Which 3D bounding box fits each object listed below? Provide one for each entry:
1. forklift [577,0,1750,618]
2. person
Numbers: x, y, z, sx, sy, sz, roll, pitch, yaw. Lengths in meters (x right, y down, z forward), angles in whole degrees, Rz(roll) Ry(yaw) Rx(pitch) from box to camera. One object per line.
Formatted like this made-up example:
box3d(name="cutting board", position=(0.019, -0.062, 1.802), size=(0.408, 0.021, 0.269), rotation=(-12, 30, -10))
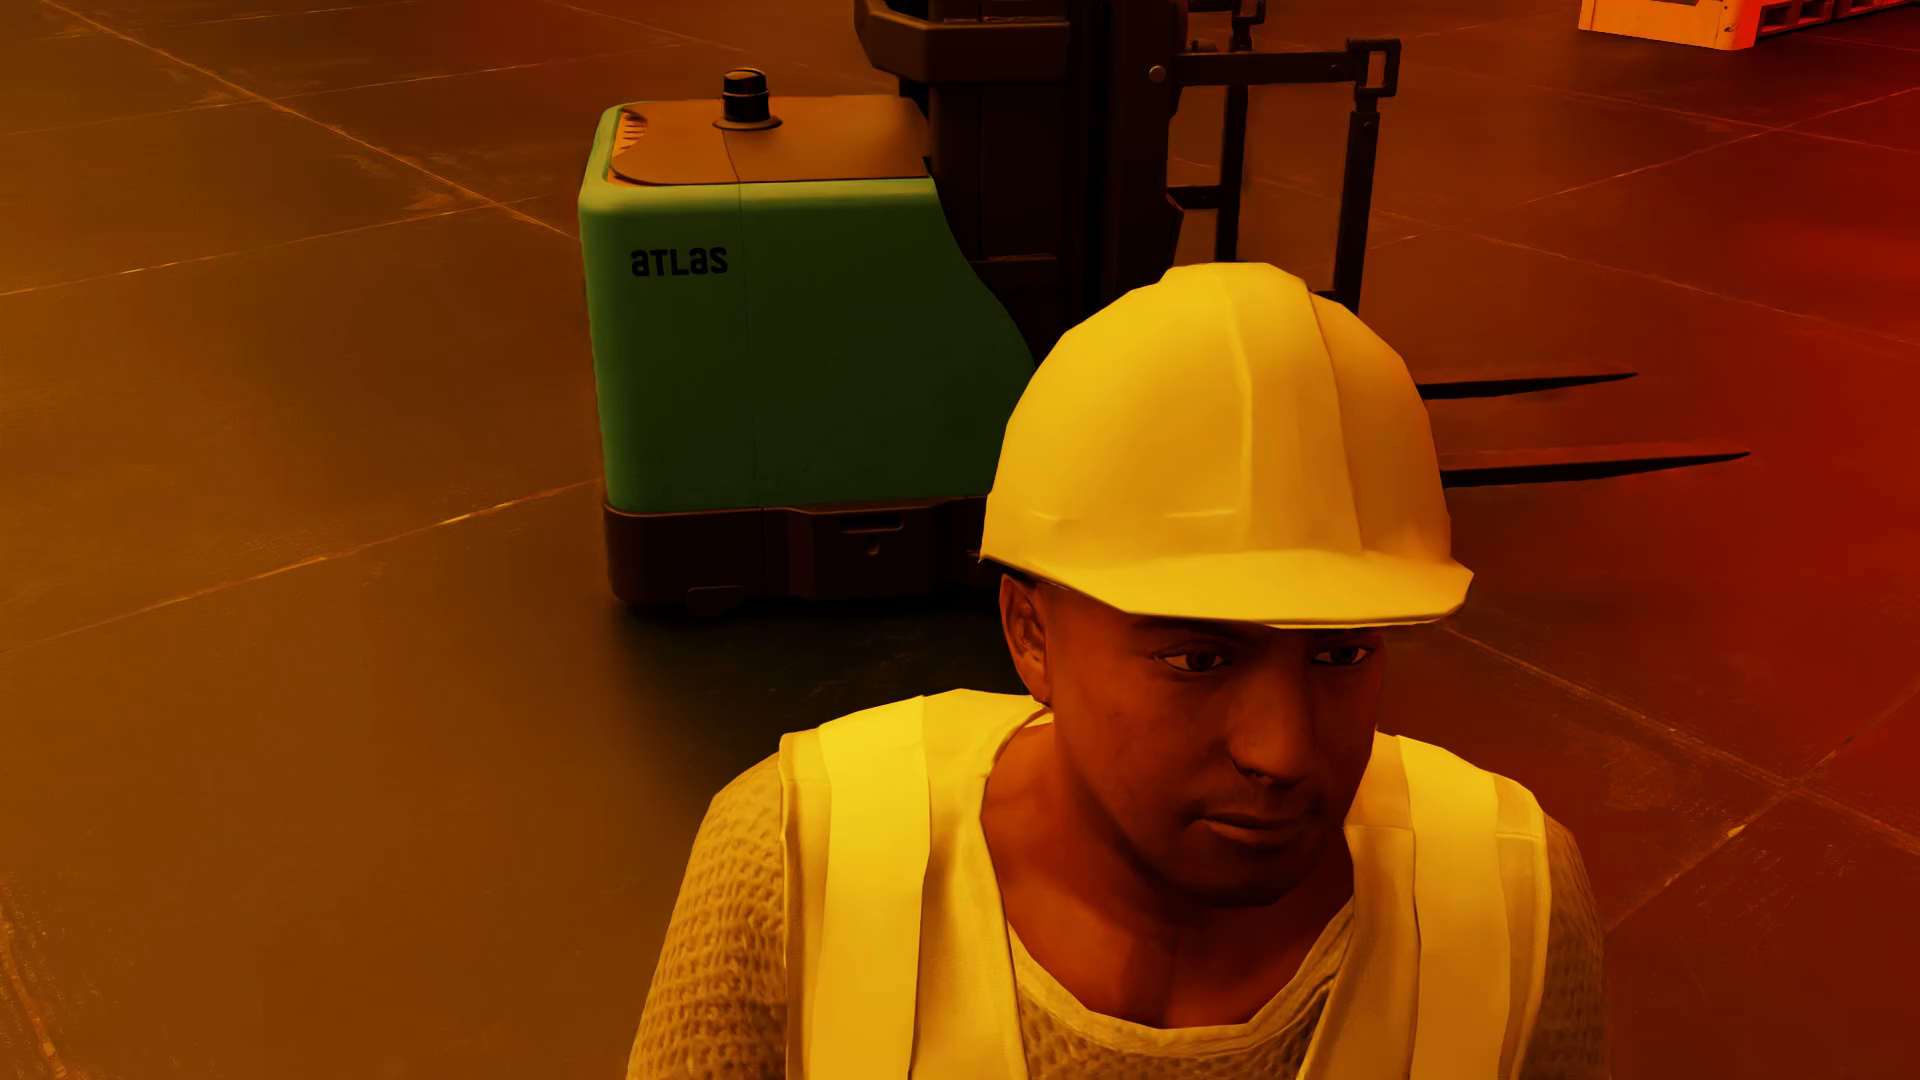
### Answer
box3d(name="forklift", position=(0.585, -1.406, 4.036), size=(3.031, 2.935, 1.130), rotation=(-3, 27, -7))
box3d(name="person", position=(0.084, 0.722, 1.062), size=(0.649, 1.801, 0.501), rotation=(0, 26, 1))
